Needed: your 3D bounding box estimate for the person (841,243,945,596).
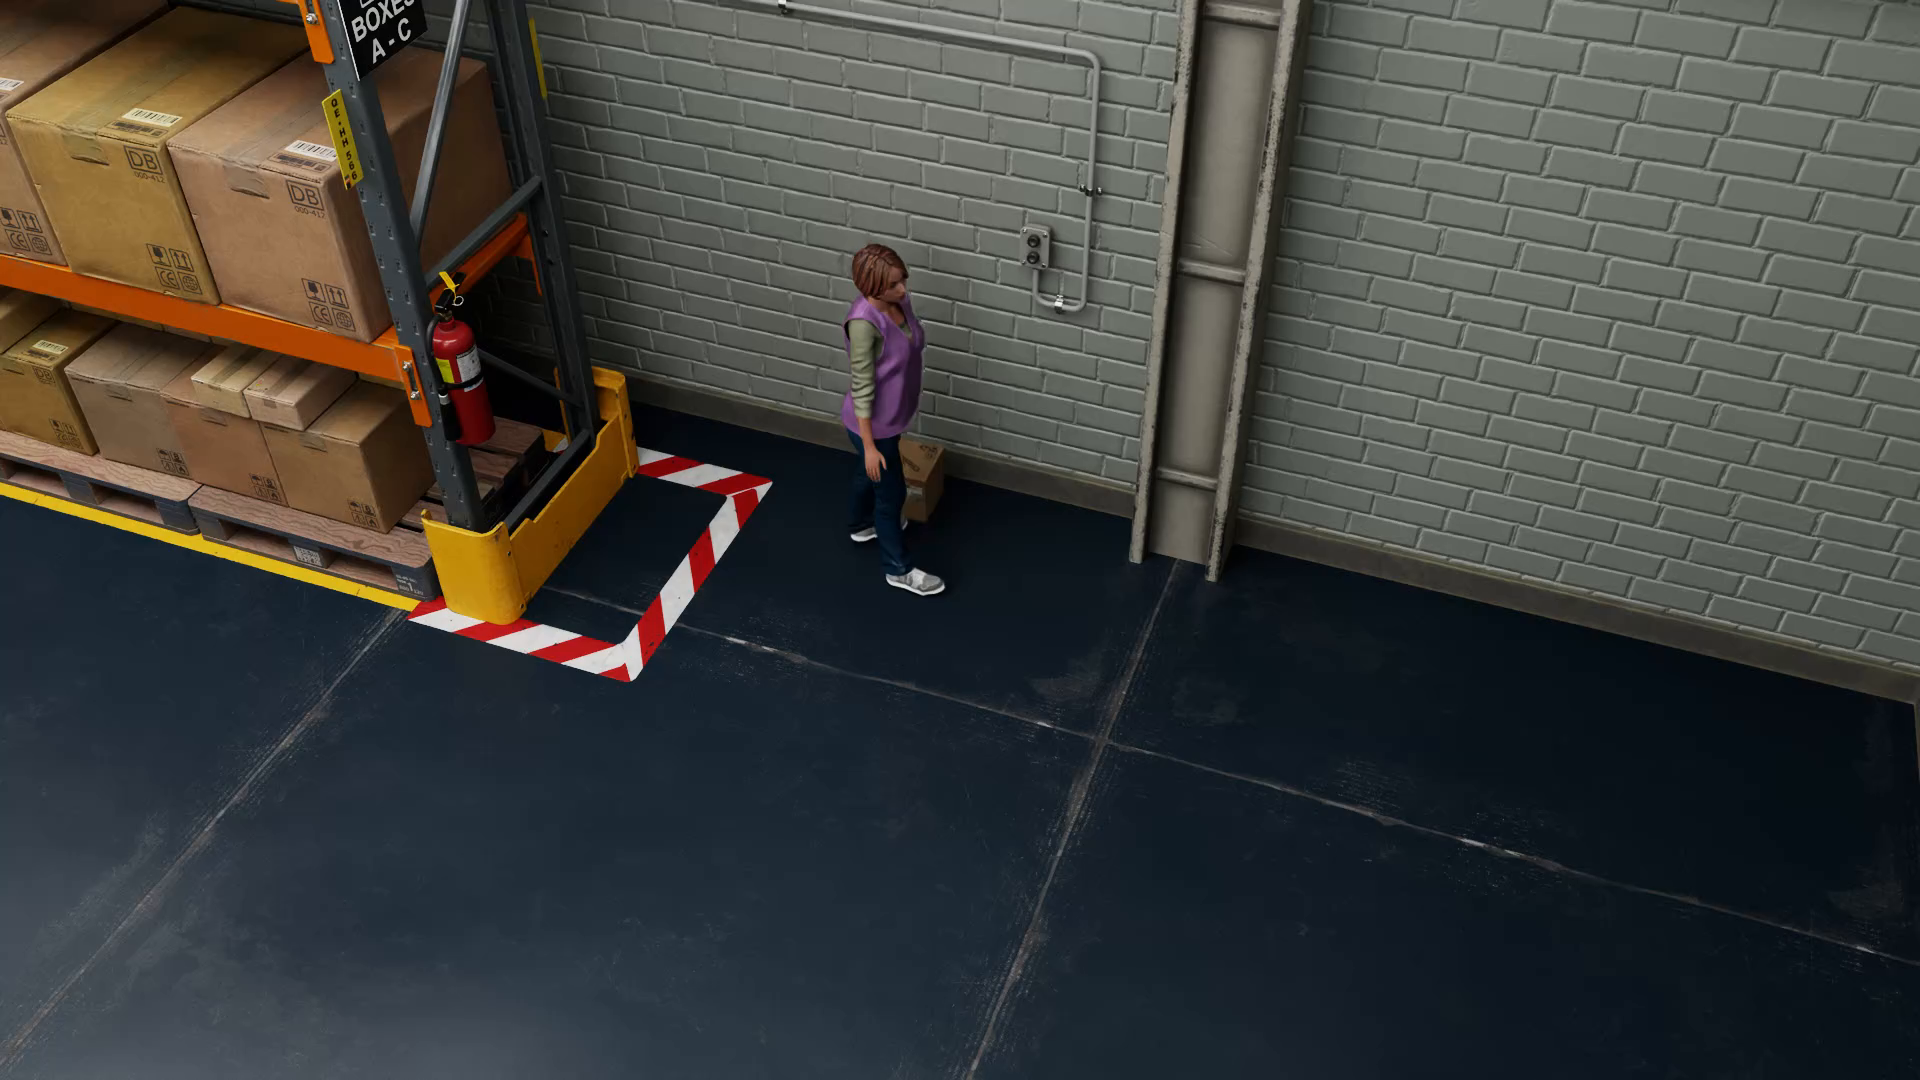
[{"bbox_3d":[-0.279,-0.481,6.671,0.525,1.591,0.561,12,44,13],"label":"person"}]
